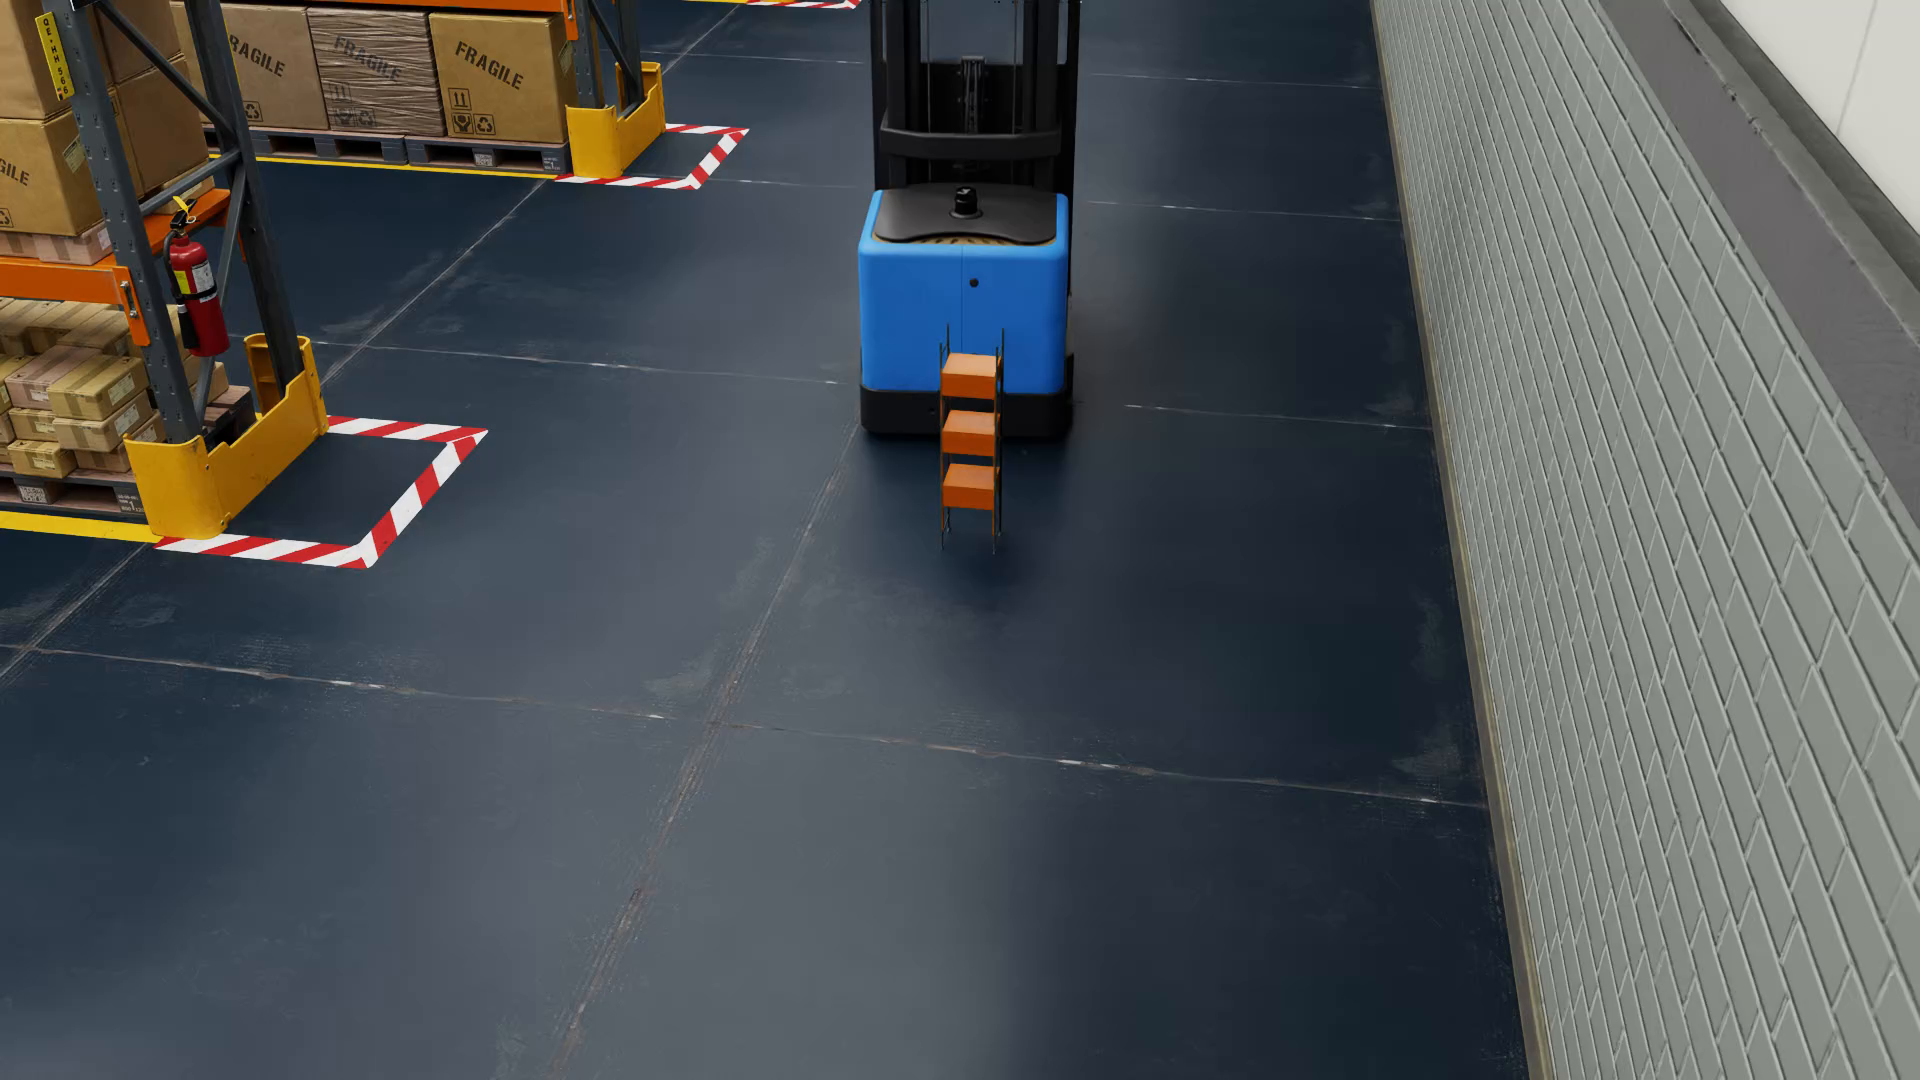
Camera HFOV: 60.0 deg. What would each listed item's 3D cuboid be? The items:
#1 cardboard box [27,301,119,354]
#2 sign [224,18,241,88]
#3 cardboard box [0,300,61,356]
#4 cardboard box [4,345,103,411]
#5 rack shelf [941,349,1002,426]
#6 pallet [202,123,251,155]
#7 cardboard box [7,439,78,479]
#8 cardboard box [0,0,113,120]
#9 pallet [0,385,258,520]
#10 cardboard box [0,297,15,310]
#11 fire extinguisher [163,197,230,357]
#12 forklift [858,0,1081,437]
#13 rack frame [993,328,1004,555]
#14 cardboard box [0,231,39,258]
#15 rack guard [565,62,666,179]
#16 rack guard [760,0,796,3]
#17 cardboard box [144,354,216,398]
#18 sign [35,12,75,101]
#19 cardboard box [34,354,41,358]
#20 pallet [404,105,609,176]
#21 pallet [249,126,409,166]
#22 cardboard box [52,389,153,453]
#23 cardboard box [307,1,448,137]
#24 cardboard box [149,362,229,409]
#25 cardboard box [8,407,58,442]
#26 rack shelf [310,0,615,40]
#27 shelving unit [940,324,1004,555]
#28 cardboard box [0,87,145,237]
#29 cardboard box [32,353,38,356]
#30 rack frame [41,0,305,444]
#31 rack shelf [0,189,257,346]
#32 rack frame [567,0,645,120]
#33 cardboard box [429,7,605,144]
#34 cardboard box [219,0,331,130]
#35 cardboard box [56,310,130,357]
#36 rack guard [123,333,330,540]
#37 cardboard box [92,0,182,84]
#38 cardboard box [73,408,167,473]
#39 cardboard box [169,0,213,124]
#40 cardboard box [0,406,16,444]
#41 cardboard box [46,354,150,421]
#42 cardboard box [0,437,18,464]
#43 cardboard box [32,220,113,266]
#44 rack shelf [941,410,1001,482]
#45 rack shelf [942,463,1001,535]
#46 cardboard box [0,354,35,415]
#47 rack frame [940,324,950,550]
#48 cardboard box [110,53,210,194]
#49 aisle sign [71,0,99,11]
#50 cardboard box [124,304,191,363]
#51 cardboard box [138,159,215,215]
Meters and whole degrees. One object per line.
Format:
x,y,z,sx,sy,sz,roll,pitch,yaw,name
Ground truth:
-4.452,-1.078,8.375,0.250,0.149,0.380,5,32,8,cardboard box
-3.383,-2.231,7.671,0.005,0.325,0.100,5,32,8,sign
-4.711,-1.057,8.341,0.250,0.149,0.380,4,32,6,cardboard box
-4.277,-0.769,7.882,0.250,0.149,0.380,6,33,9,cardboard box
0.053,-0.672,7.319,0.240,0.259,0.215,5,32,8,rack shelf
-5.747,-3.232,12.714,1.213,0.211,1.003,5,32,8,pallet
-4.299,-0.458,7.945,0.250,0.149,0.380,6,33,10,cardboard box
-3.967,-2.083,6.934,0.500,0.500,0.500,5,32,7,cardboard box
-4.344,-0.496,8.344,1.213,0.211,1.003,5,32,8,pallet
-4.983,-1.086,8.389,0.250,0.149,0.380,6,33,10,cardboard box
-3.304,-1.126,7.145,0.183,0.674,0.296,5,32,8,fire extinguisher
0.091,-2.518,9.010,1.130,2.935,3.031,2,32,3,forklift
0.173,-0.429,7.446,0.008,1.050,0.200,5,32,8,rack frame
-4.082,-1.397,7.391,0.250,0.149,0.380,5,32,8,cardboard box
-2.517,-3.104,12.237,0.348,0.500,1.175,5,32,8,rack guard
-1.681,-5.701,16.387,0.348,0.500,1.175,5,32,8,rack guard
-3.948,-0.857,8.303,0.250,0.149,0.380,6,33,10,cardboard box
-3.587,-1.917,6.596,0.005,0.325,0.100,5,32,8,sign
-4.464,-0.887,8.350,0.250,0.149,0.380,6,32,9,cardboard box
-3.342,-3.014,12.366,1.213,0.211,1.003,5,32,8,pallet
-4.541,-3.124,12.542,1.213,0.211,1.003,5,32,8,pallet
-4.043,-0.574,7.850,0.250,0.149,0.380,4,32,7,cardboard box
-4.082,-3.539,12.184,0.875,0.875,0.875,5,32,8,cardboard box
-3.937,-0.764,8.435,0.250,0.149,0.380,6,33,9,cardboard box
-4.291,-0.625,7.933,0.250,0.149,0.380,4,32,7,cardboard box
-4.512,-4.039,12.054,4.000,0.370,1.077,5,32,8,rack shelf
0.053,-0.440,7.464,0.252,1.050,0.215,5,32,8,shelving unit
-3.961,-1.654,7.191,0.500,0.500,0.500,6,33,9,cardboard box
-4.699,-0.966,8.477,0.250,0.149,0.380,6,33,10,cardboard box
-3.474,-1.580,7.448,0.127,3.000,1.000,5,32,8,rack frame
-5.446,-1.454,7.924,4.000,0.370,1.077,5,32,8,rack shelf
-2.540,-4.165,11.578,0.127,3.000,1.000,5,32,8,rack frame
-3.185,-3.458,12.054,0.875,0.875,0.875,5,32,8,cardboard box
-4.959,-3.619,12.311,0.875,0.875,0.875,5,32,8,cardboard box
-4.226,-0.988,8.232,0.250,0.149,0.380,6,33,9,cardboard box
-3.549,-0.528,8.122,0.348,0.500,1.175,5,32,8,rack guard
-3.872,-2.352,7.363,0.500,0.500,0.500,5,32,8,cardboard box
-4.028,-0.488,7.993,0.250,0.149,0.380,6,32,9,cardboard box
-5.846,-3.699,12.439,0.875,0.875,0.875,5,32,8,cardboard box
-4.555,-0.619,7.923,0.250,0.149,0.380,4,32,6,cardboard box
-4.039,-0.717,7.798,0.250,0.149,0.380,6,32,9,cardboard box
-4.545,-0.526,8.055,0.250,0.149,0.380,5,32,8,cardboard box
-3.843,-1.355,7.325,0.250,0.149,0.380,5,32,8,cardboard box
0.053,-0.431,7.469,0.240,0.259,0.215,5,32,8,rack shelf
0.053,-0.196,7.617,0.240,0.259,0.215,5,32,8,rack shelf
-4.553,-0.726,7.813,0.250,0.149,0.380,4,32,7,cardboard box
-0.068,-0.451,7.481,0.008,1.050,0.200,5,32,8,rack frame
-3.870,-1.933,7.637,0.500,0.500,0.500,7,33,11,cardboard box
-3.453,-2.519,6.497,0.004,0.787,0.394,5,32,8,aisle sign
-3.934,-1.027,8.293,0.250,0.149,0.380,4,32,6,cardboard box
-3.738,-1.674,7.834,0.250,0.149,0.380,5,32,8,cardboard box
